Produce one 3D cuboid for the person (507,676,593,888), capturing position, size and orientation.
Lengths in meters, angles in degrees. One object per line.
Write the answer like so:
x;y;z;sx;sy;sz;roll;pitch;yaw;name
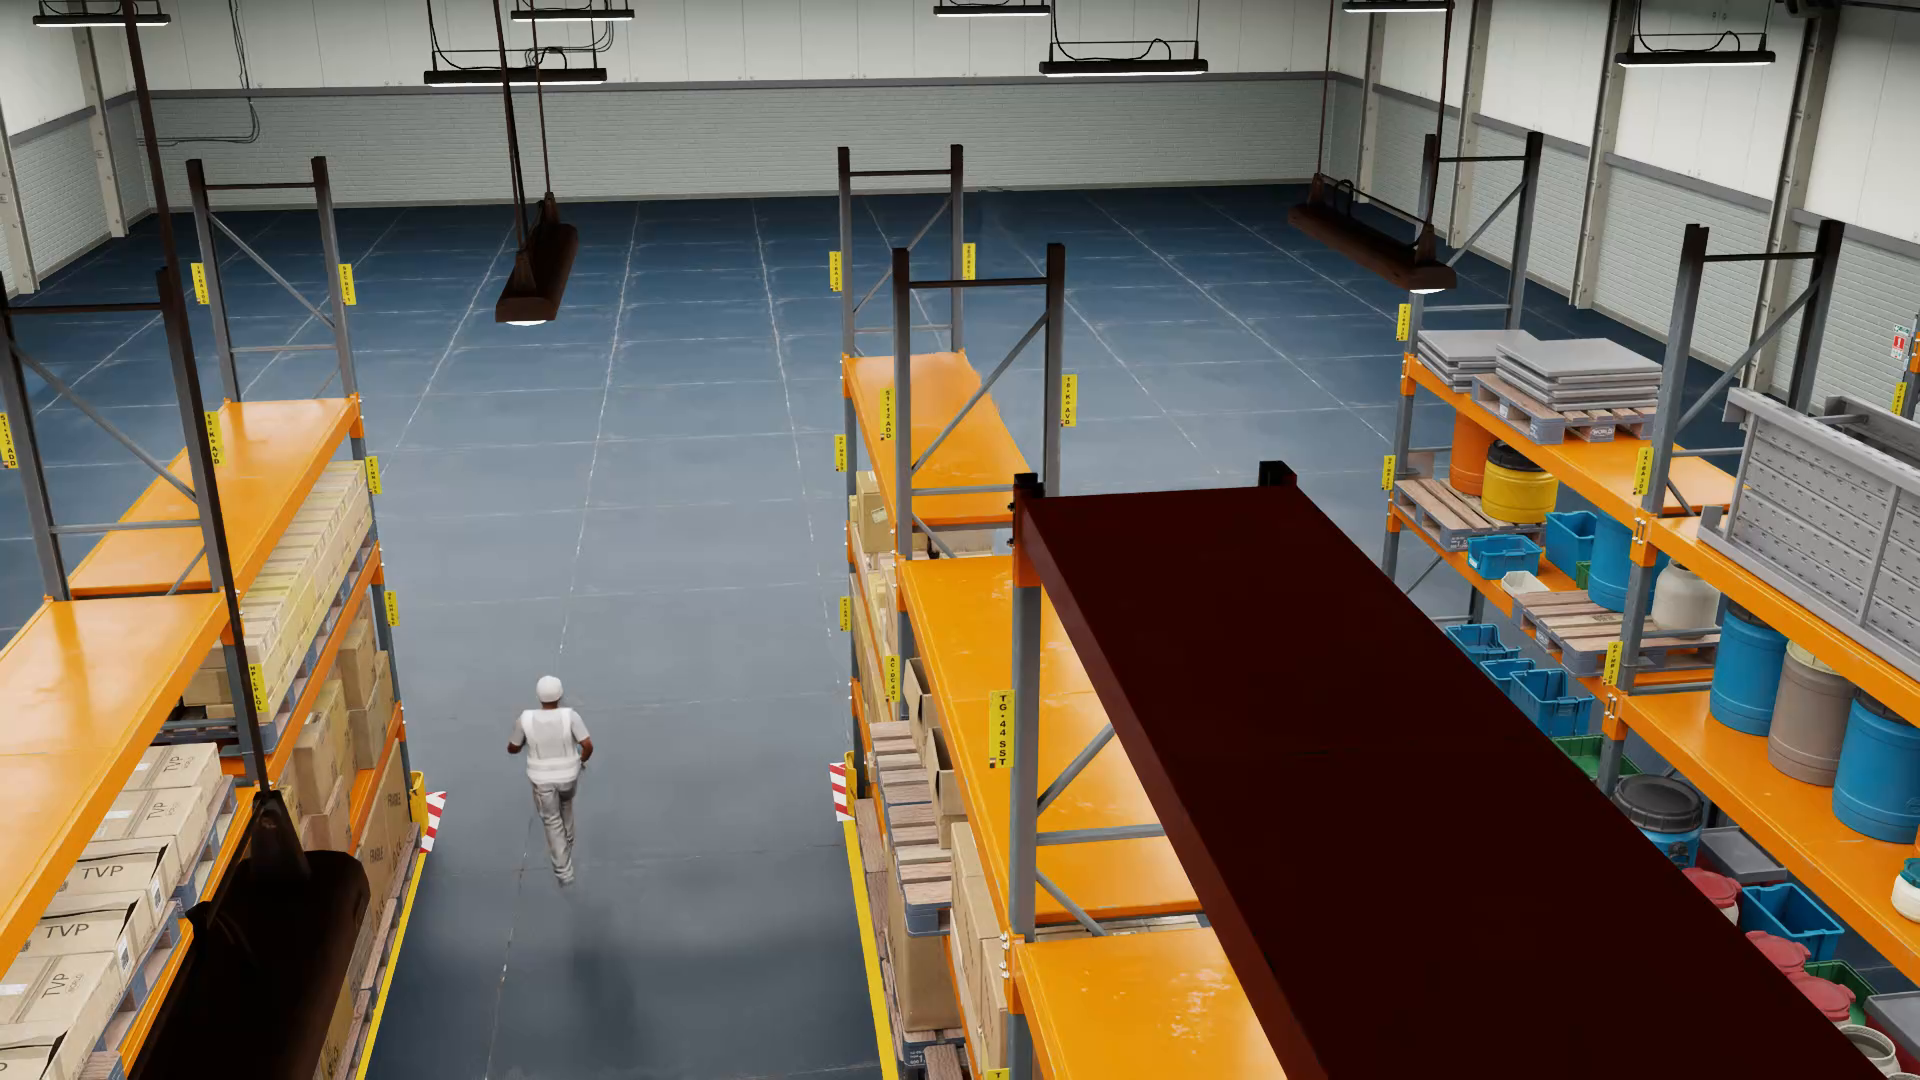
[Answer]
-3.345;1.948;13.649;0.665;1.813;0.869;-7;23;-17;person
